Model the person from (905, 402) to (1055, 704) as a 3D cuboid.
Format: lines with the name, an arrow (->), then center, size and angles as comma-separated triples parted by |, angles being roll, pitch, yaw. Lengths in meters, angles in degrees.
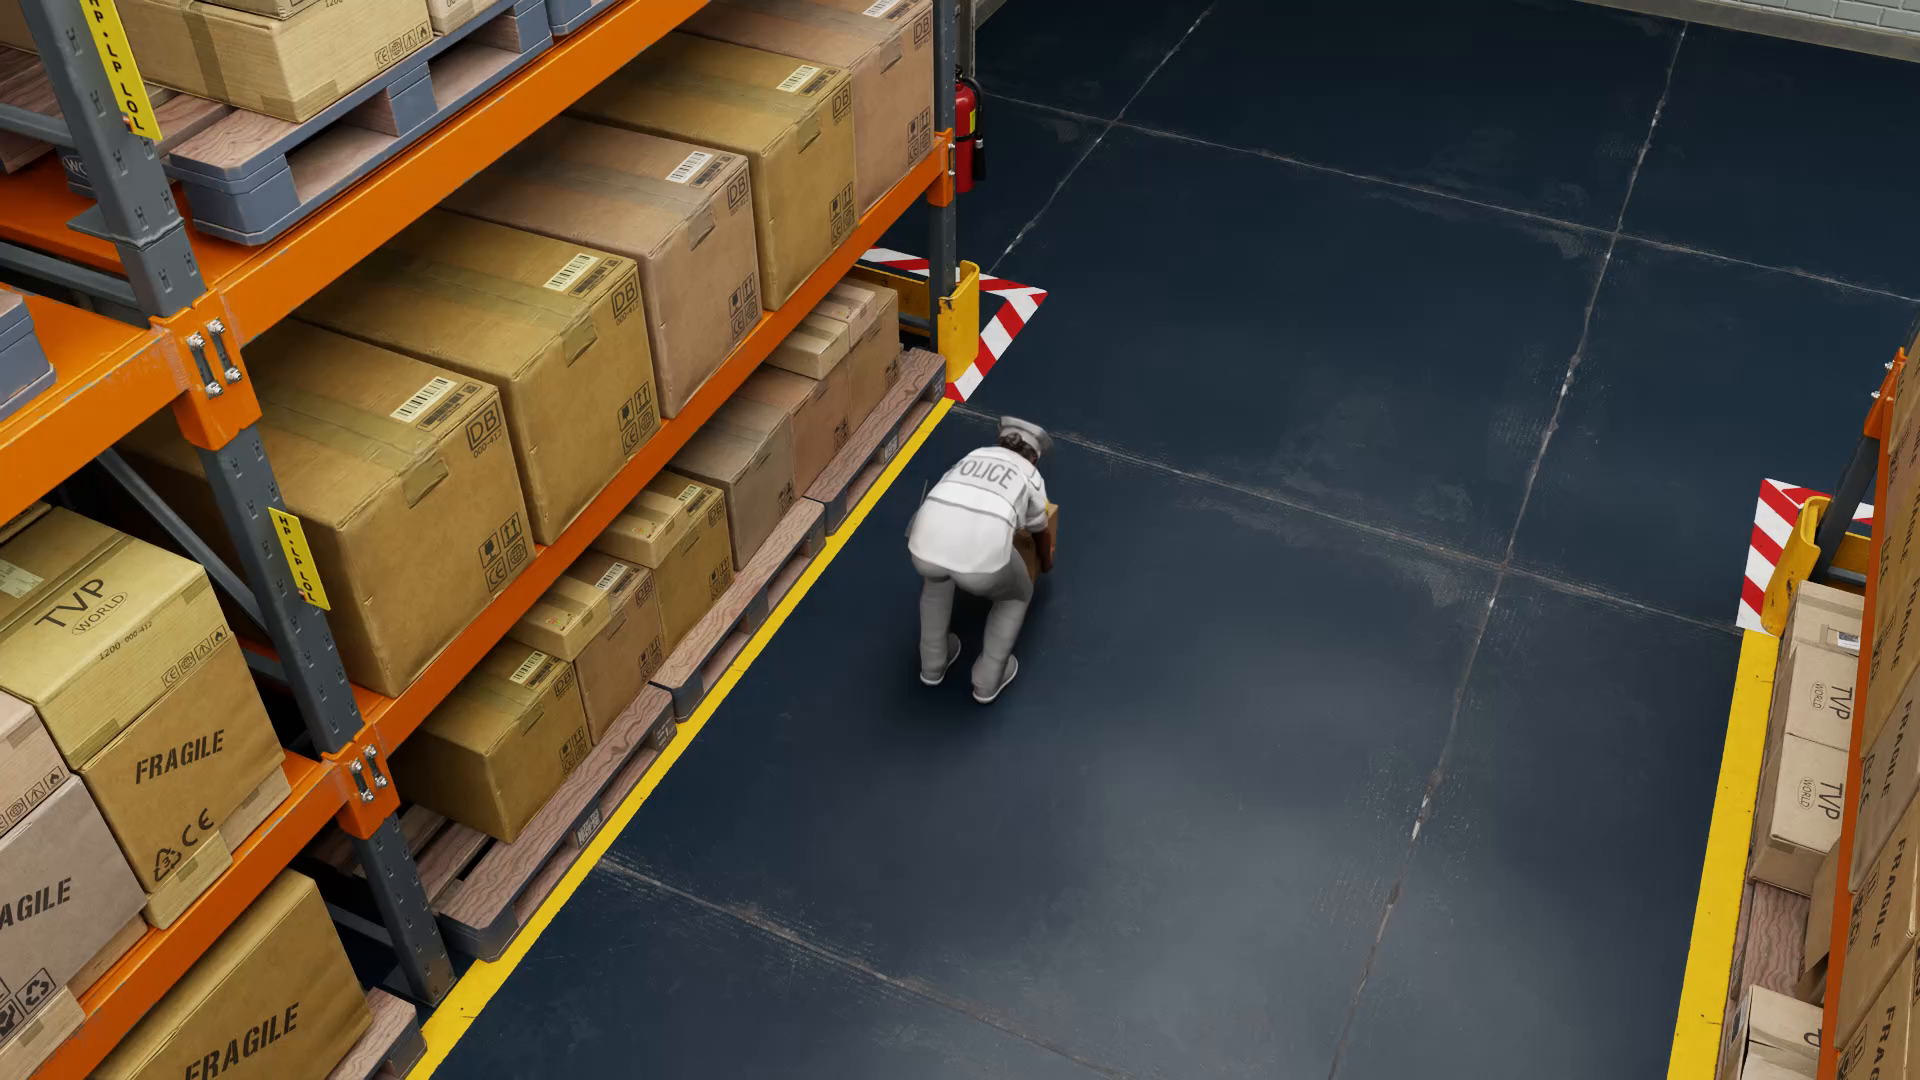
person -> 0.114, 0.036, 6.602 | 0.437, 1.019, 0.937 | 15, 44, 16
